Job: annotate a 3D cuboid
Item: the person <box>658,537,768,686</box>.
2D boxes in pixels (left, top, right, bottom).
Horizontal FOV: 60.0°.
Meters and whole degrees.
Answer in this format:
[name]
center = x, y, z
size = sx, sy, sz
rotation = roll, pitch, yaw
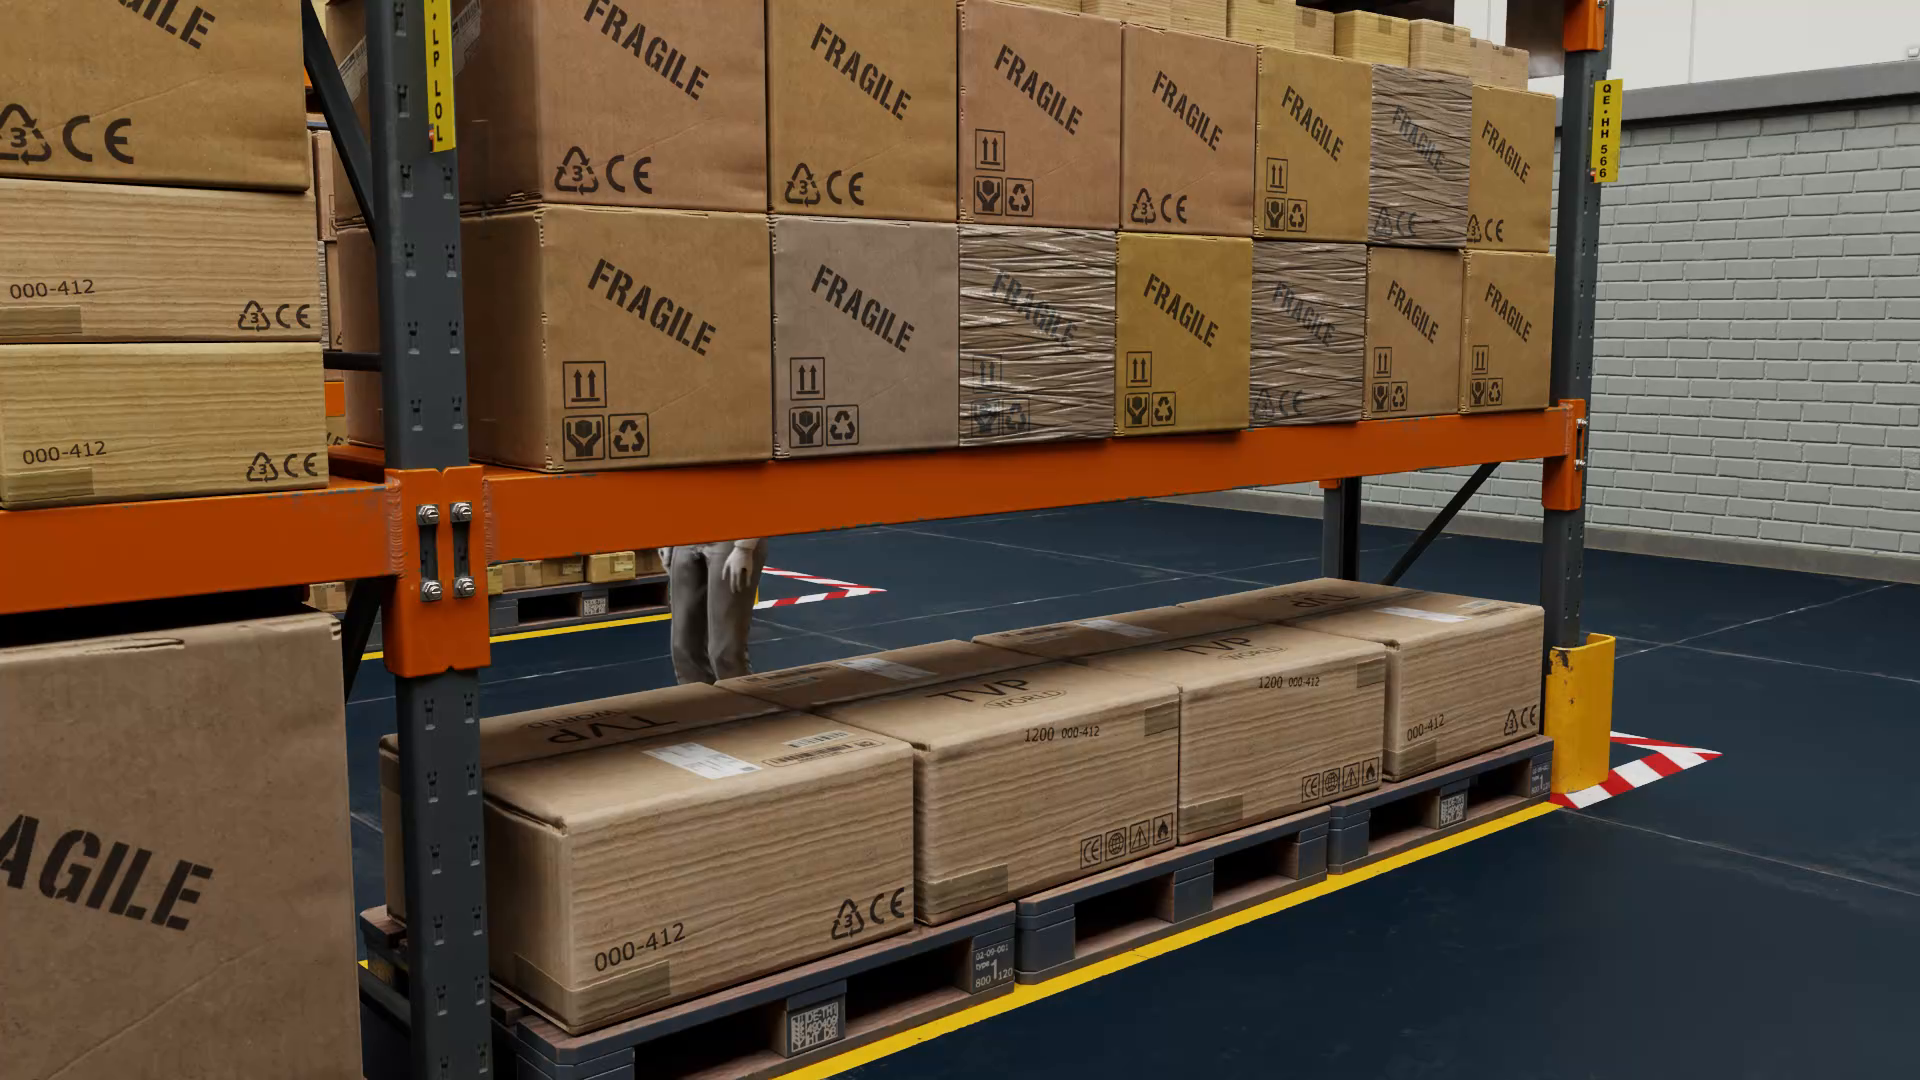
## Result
[person]
center = -0.840, 0.015, 5.658
size = 0.375, 1.664, 0.529
rotation = -7, 10, -41
